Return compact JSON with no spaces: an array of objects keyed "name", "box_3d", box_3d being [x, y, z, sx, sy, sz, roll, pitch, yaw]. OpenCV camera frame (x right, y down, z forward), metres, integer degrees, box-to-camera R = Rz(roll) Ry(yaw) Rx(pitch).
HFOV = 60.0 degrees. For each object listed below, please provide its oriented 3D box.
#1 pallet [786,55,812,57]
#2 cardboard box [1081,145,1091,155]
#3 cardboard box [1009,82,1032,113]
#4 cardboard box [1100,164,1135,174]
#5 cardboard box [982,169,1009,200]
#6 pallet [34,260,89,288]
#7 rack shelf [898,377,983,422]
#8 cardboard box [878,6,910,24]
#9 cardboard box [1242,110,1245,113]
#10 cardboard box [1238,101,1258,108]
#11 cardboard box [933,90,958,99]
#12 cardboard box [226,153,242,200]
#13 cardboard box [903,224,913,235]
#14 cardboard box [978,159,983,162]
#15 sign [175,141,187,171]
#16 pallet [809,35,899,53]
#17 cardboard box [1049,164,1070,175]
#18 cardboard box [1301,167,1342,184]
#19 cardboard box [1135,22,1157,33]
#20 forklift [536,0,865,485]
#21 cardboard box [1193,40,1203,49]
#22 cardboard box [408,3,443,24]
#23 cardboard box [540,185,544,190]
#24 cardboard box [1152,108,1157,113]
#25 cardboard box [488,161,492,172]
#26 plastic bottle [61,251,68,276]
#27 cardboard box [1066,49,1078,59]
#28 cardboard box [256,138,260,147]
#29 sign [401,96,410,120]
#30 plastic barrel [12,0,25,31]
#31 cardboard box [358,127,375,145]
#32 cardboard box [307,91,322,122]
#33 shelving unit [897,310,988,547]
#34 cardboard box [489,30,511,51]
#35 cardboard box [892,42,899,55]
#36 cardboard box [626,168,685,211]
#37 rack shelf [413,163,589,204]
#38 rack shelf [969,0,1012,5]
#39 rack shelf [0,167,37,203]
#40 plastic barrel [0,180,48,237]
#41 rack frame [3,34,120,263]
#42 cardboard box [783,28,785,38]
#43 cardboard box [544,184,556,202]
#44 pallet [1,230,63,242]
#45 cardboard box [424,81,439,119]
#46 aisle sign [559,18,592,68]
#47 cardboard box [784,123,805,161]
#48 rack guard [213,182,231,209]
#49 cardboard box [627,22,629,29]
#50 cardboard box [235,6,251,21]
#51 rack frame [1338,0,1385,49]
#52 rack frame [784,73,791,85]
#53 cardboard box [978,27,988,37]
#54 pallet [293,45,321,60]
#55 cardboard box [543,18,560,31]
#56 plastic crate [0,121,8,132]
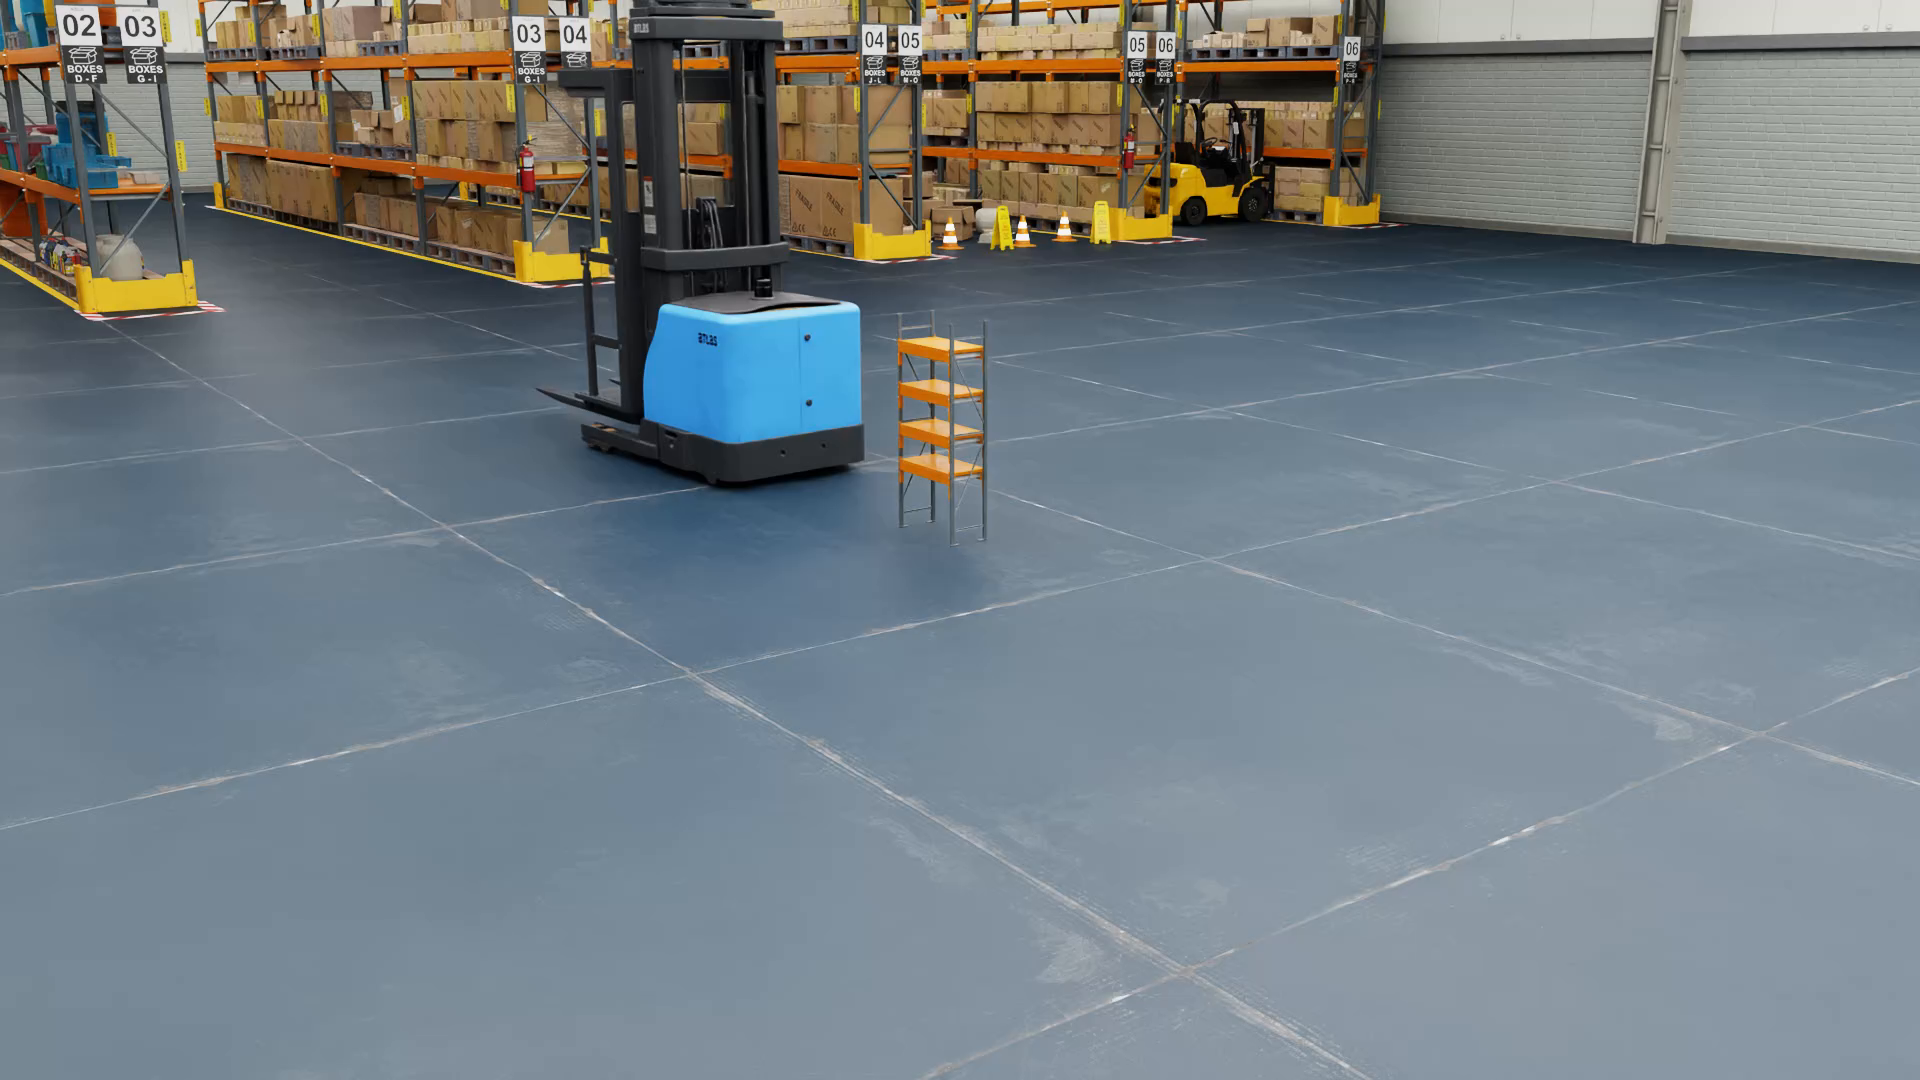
[{"name":"pallet","box_3d":[-2.823,-9.763,33.742,1.003,0.211,1.213,-10,18,-32]},{"name":"cardboard box","box_3d":[2.197,-6.352,27.079,0.380,0.149,0.250,-11,19,-35]},{"name":"cardboard box","box_3d":[1.249,-7.508,28.181,0.700,0.500,0.500,-11,19,-36]},{"name":"cardboard box","box_3d":[3.413,-7.451,34.321,0.875,0.625,0.625,-12,19,-37]},{"name":"cardboard box","box_3d":[0.739,-6.256,29.244,0.500,0.500,0.500,-10,18,-32]},{"name":"pallet","box_3d":[-11.051,-3.384,21.041,1.003,0.211,1.213,-11,19,-35]},{"name":"rack shelf","box_3d":[-0.097,-0.765,9.006,0.258,0.148,0.480,-11,19,-35]},{"name":"cardboard box","box_3d":[-1.059,-7.454,23.680,0.500,0.250,0.500,-11,19,-35]},{"name":"cardboard box","box_3d":[5.327,-7.932,30.955,0.380,0.149,0.250,-12,19,-36]},{"name":"cardboard box","box_3d":[5.392,-8.085,30.952,0.380,0.149,0.250,-11,19,-35]},{"name":"cardboard box","box_3d":[-0.260,-8.102,30.218,0.380,0.149,0.250,-12,19,-36]},{"name":"cardboard box","box_3d":[-14.021,-7.264,33.163,0.875,0.875,0.875,-11,19,-35]},{"name":"cardboard box","box_3d":[-0.834,-4.996,26.828,0.396,0.266,0.258,-7,17,-25]},{"name":"cardboard box","box_3d":[0.589,-8.642,37.679,0.380,0.149,0.250,-11,19,-35]},{"name":"sign","box_3d":[-8.613,-4.243,18.372,0.100,0.325,0.005,-11,19,-35]},{"name":"pallet","box_3d":[-1.427,-7.103,23.831,1.003,0.211,1.213,-11,19,-35]},{"name":"cardboard box","box_3d":[1.711,-6.192,27.781,0.380,0.149,0.250,-10,18,-32]},{"name":"cardboard box","box_3d":[6.452,-6.512,29.704,0.500,0.250,0.500,-10,18,-33]},{"name":"cardboard box","box_3d":[2.918,-8.150,26.453,0.380,0.149,0.250,-11,19,-35]},{"name":"forklift","box_3d":[-1.938,-2.079,11.121,1.130,2.935,3.031,-12,20,-38]},{"name":"cardboard box","box_3d":[4.641,-9.391,31.513,0.380,0.149,0.250,-10,18,-33]},{"name":"cardboard box","box_3d":[-7.602,-7.463,23.987,0.797,0.503,0.637,-12,19,-37]},{"name":"cardboard box","box_3d":[-8.481,-7.093,33.352,0.380,0.149,0.250,-10,18,-33]},{"name":"cardboard box","box_3d":[3.975,-8.470,32.921,0.380,0.149,0.250,-11,19,-35]},{"name":"cardboard box","box_3d":[-5.972,-4.916,21.830,0.380,0.149,0.250,-11,19,-35]},{"name":"plastic bottle","box_3d":[-10.578,-3.273,19.665,0.061,0.283,0.133,-10,18,-33]},{"name":"cardboard box","box_3d":[1.945,-7.911,27.091,0.380,0.149,0.250,-11,19,-35]},{"name":"cardboard box","box_3d":[-12.706,-7.304,30.557,0.380,0.149,0.250,-10,18,-33]},{"name":"sign","box_3d":[-7.853,-6.119,23.559,0.100,0.325,0.005,-11,19,-35]},{"name":"plastic barrel","box_3d":[-11.318,-6.460,20.307,0.421,0.512,0.421,0,15,0]},{"name":"cardboard box","box_3d":[-8.958,-6.239,25.676,0.500,0.250,0.500,-12,19,-36]},{"name":"cardboard box","box_3d":[-10.556,-7.332,28.094,0.797,0.503,0.637,-10,18,-33]},{"name":"shelving unit","box_3d":[-0.097,-0.614,9.047,0.258,1.200,0.503,-11,19,-35]},{"name":"cardboard box","box_3d":[-5.543,-6.232,20.764,0.500,0.250,0.500,-10,18,-33]},{"name":"cardboard box","box_3d":[-0.822,-9.215,31.187,0.797,0.503,0.637,-11,19,-35]},{"name":"cardboard box","box_3d":[-5.401,-6.224,29.599,1.050,0.750,0.750,-11,19,-35]},{"name":"rack shelf","box_3d":[-6.230,-4.874,22.564,1.077,0.370,4.000,-11,19,-35]},{"name":"rack shelf","box_3d":[-0.566,-9.967,30.565,1.077,0.370,4.000,-11,19,-35]},{"name":"rack shelf","box_3d":[-12.588,-4.959,22.876,1.077,0.370,4.000,-11,19,-35]},{"name":"plastic barrel","box_3d":[-14.066,-4.991,24.944,0.600,0.830,0.708,-11,19,-35]},{"name":"rack frame","box_3d":[-11.412,-4.879,21.220,1.000,3.000,0.127,-11,19,-35]},{"name":"cardboard box","box_3d":[-2.501,-7.517,24.668,0.380,0.149,0.250,-11,19,-34]},{"name":"cardboard box","box_3d":[-7.818,-6.902,32.552,0.500,0.500,0.500,-10,18,-32]},{"name":"pallet","box_3d":[-14.261,-4.550,25.301,1.003,0.211,1.213,-11,19,-35]},{"name":"cardboard box","box_3d":[-7.052,-6.080,22.960,0.500,0.500,0.500,-11,19,-35]},{"name":"aisle sign","box_3d":[-4.775,-6.081,20.687,0.394,0.787,0.004,-11,19,-35]},{"name":"cardboard box","box_3d":[-2.151,-6.046,25.201,0.875,0.550,0.500,-11,19,-35]},{"name":"rack guard","box_3d":[-14.476,-7.010,33.740,1.175,0.500,0.348,-11,19,-35]},{"name":"cardboard box","box_3d":[-6.004,-9.354,30.248,0.396,0.266,0.258,-11,19,-35]},{"name":"cardboard box","box_3d":[-13.282,-9.885,31.233,0.500,0.250,0.500,-12,19,-36]},{"name":"rack frame","box_3d":[6.975,-9.997,28.554,1.000,3.000,0.127,-11,19,-35]},{"name":"rack frame","box_3d":[-4.094,-8.894,35.891,1.000,3.000,0.127,-11,19,-35]},{"name":"cardboard box","box_3d":[0.531,-8.778,28.750,0.380,0.149,0.250,-11,19,-36]},{"name":"pallet","box_3d":[-10.179,-7.987,27.251,1.213,0.211,1.003,-10,18,-32]},{"name":"cardboard box","box_3d":[-5.029,-6.455,20.826,0.380,0.149,0.250,-11,19,-35]},{"name":"plastic crate","box_3d":[-16.438,-6.877,28.284,0.402,0.464,0.583,-11,19,-35]}]
